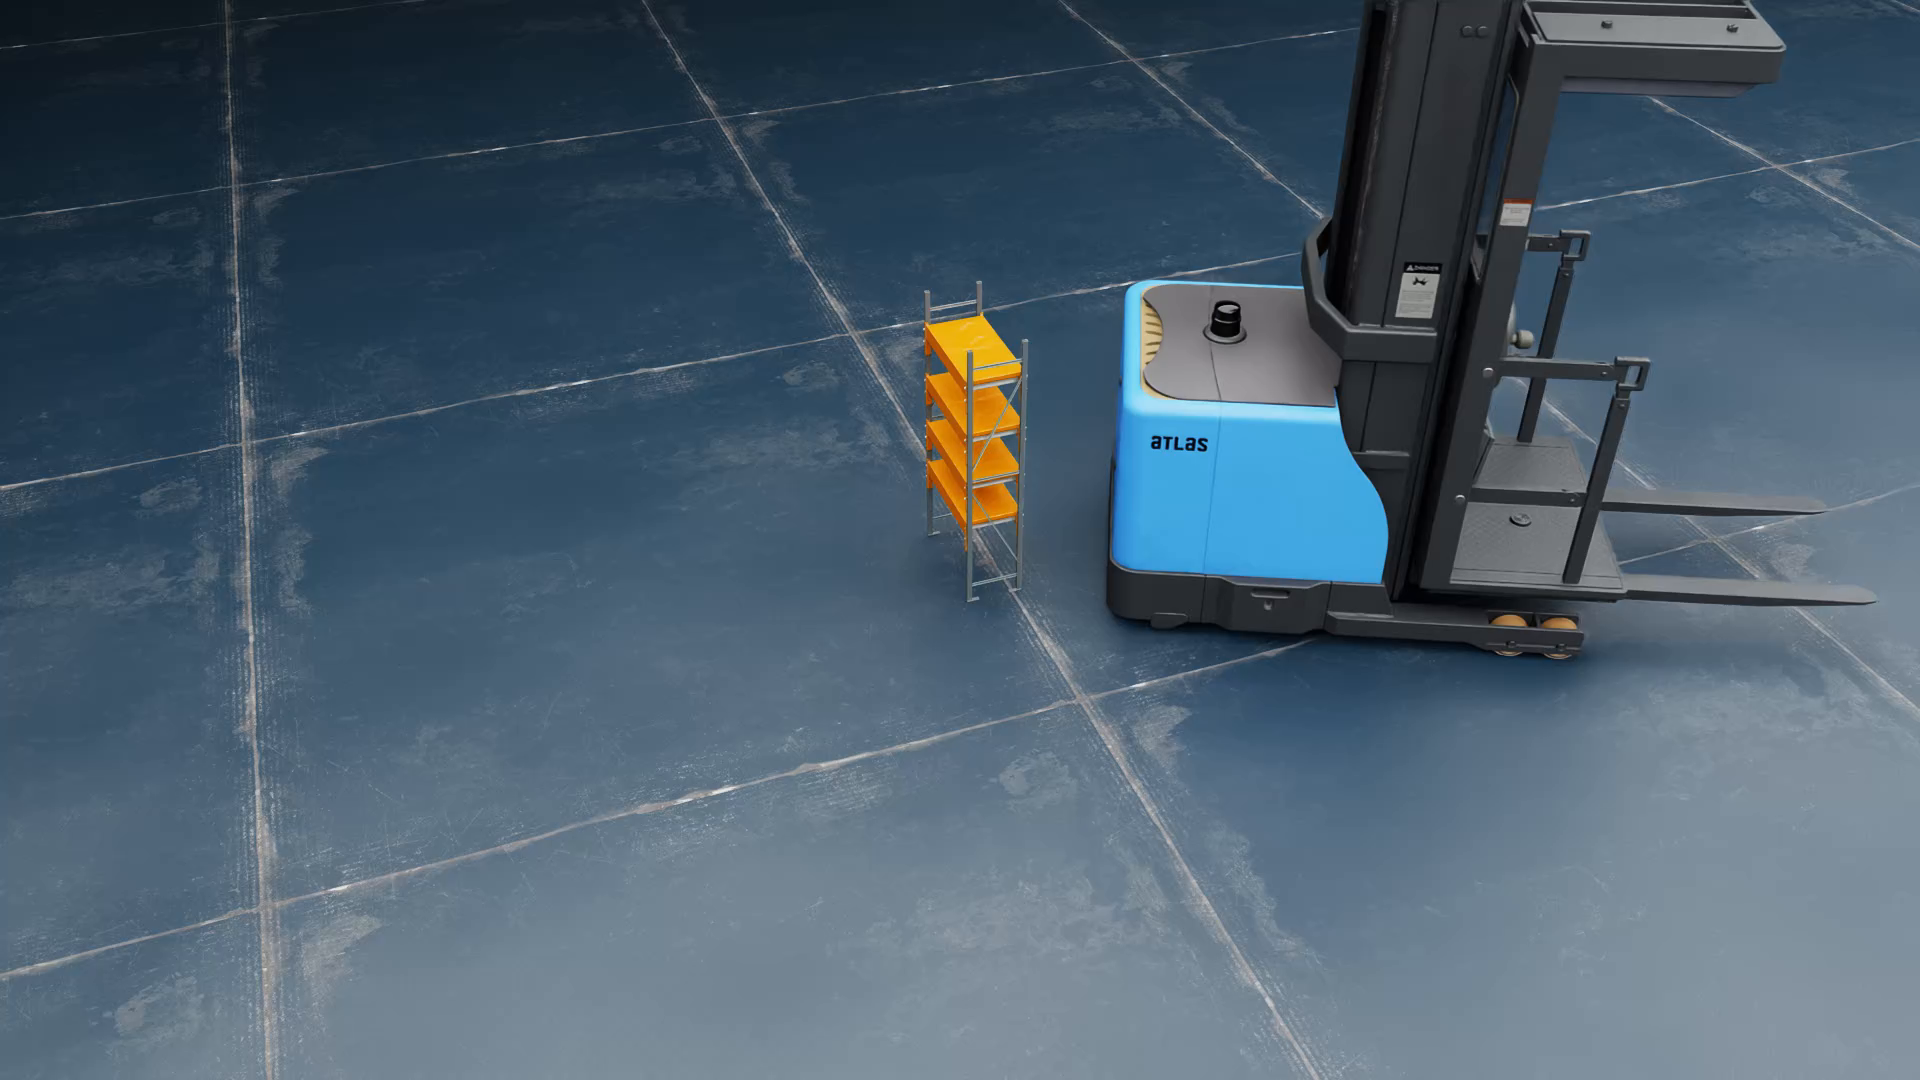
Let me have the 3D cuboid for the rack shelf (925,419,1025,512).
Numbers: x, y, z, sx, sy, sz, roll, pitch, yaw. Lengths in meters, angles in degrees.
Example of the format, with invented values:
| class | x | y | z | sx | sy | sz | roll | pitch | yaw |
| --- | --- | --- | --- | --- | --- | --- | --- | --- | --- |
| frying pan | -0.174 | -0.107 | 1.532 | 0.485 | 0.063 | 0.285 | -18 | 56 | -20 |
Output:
| class | x | y | z | sx | sy | sz | roll | pitch | yaw |
| --- | --- | --- | --- | --- | --- | --- | --- | --- | --- |
| rack shelf | 0.057 | -0.332 | 6.805 | 0.258 | 0.148 | 0.480 | -12 | 39 | -16 |

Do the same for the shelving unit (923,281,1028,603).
| class | x | y | z | sx | sy | sz | roll | pitch | yaw |
| --- | --- | --- | --- | --- | --- | --- | --- | --- | --- |
| shelving unit | 0.057 | -0.386 | 6.765 | 0.258 | 1.200 | 0.503 | -12 | 39 | -16 |

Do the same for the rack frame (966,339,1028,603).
| class | x | y | z | sx | sy | sz | roll | pitch | yaw |
| --- | --- | --- | --- | --- | --- | --- | --- | --- | --- |
| rack frame | 0.141 | -0.248 | 6.582 | 0.240 | 1.200 | 0.015 | -12 | 39 | -16 |

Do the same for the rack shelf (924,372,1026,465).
| class | x | y | z | sx | sy | sz | roll | pitch | yaw |
| --- | --- | --- | --- | --- | --- | --- | --- | --- | --- |
| rack shelf | 0.057 | -0.511 | 6.671 | 0.258 | 0.148 | 0.480 | -12 | 39 | -16 |

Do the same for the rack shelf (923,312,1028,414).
| class | x | y | z | sx | sy | sz | roll | pitch | yaw |
| --- | --- | --- | --- | --- | --- | --- | --- | --- | --- |
| rack shelf | 0.057 | -0.700 | 6.528 | 0.258 | 0.148 | 0.480 | -12 | 39 | -16 |

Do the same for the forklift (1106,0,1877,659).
| class | x | y | z | sx | sy | sz | roll | pitch | yaw |
| --- | --- | --- | --- | --- | --- | --- | --- | --- | --- |
| forklift | 2.143 | -1.033 | 6.186 | 3.031 | 2.935 | 1.130 | 3 | 37 | 4 |

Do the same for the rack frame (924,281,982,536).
| class | x | y | z | sx | sy | sz | roll | pitch | yaw |
| --- | --- | --- | --- | --- | --- | --- | --- | --- | --- |
| rack frame | -0.027 | -0.524 | 6.948 | 0.240 | 1.200 | 0.015 | -12 | 39 | -16 |

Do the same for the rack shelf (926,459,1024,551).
| class | x | y | z | sx | sy | sz | roll | pitch | yaw |
| --- | --- | --- | --- | --- | --- | --- | --- | --- | --- |
| rack shelf | 0.057 | -0.173 | 6.925 | 0.258 | 0.148 | 0.480 | -12 | 39 | -16 |
